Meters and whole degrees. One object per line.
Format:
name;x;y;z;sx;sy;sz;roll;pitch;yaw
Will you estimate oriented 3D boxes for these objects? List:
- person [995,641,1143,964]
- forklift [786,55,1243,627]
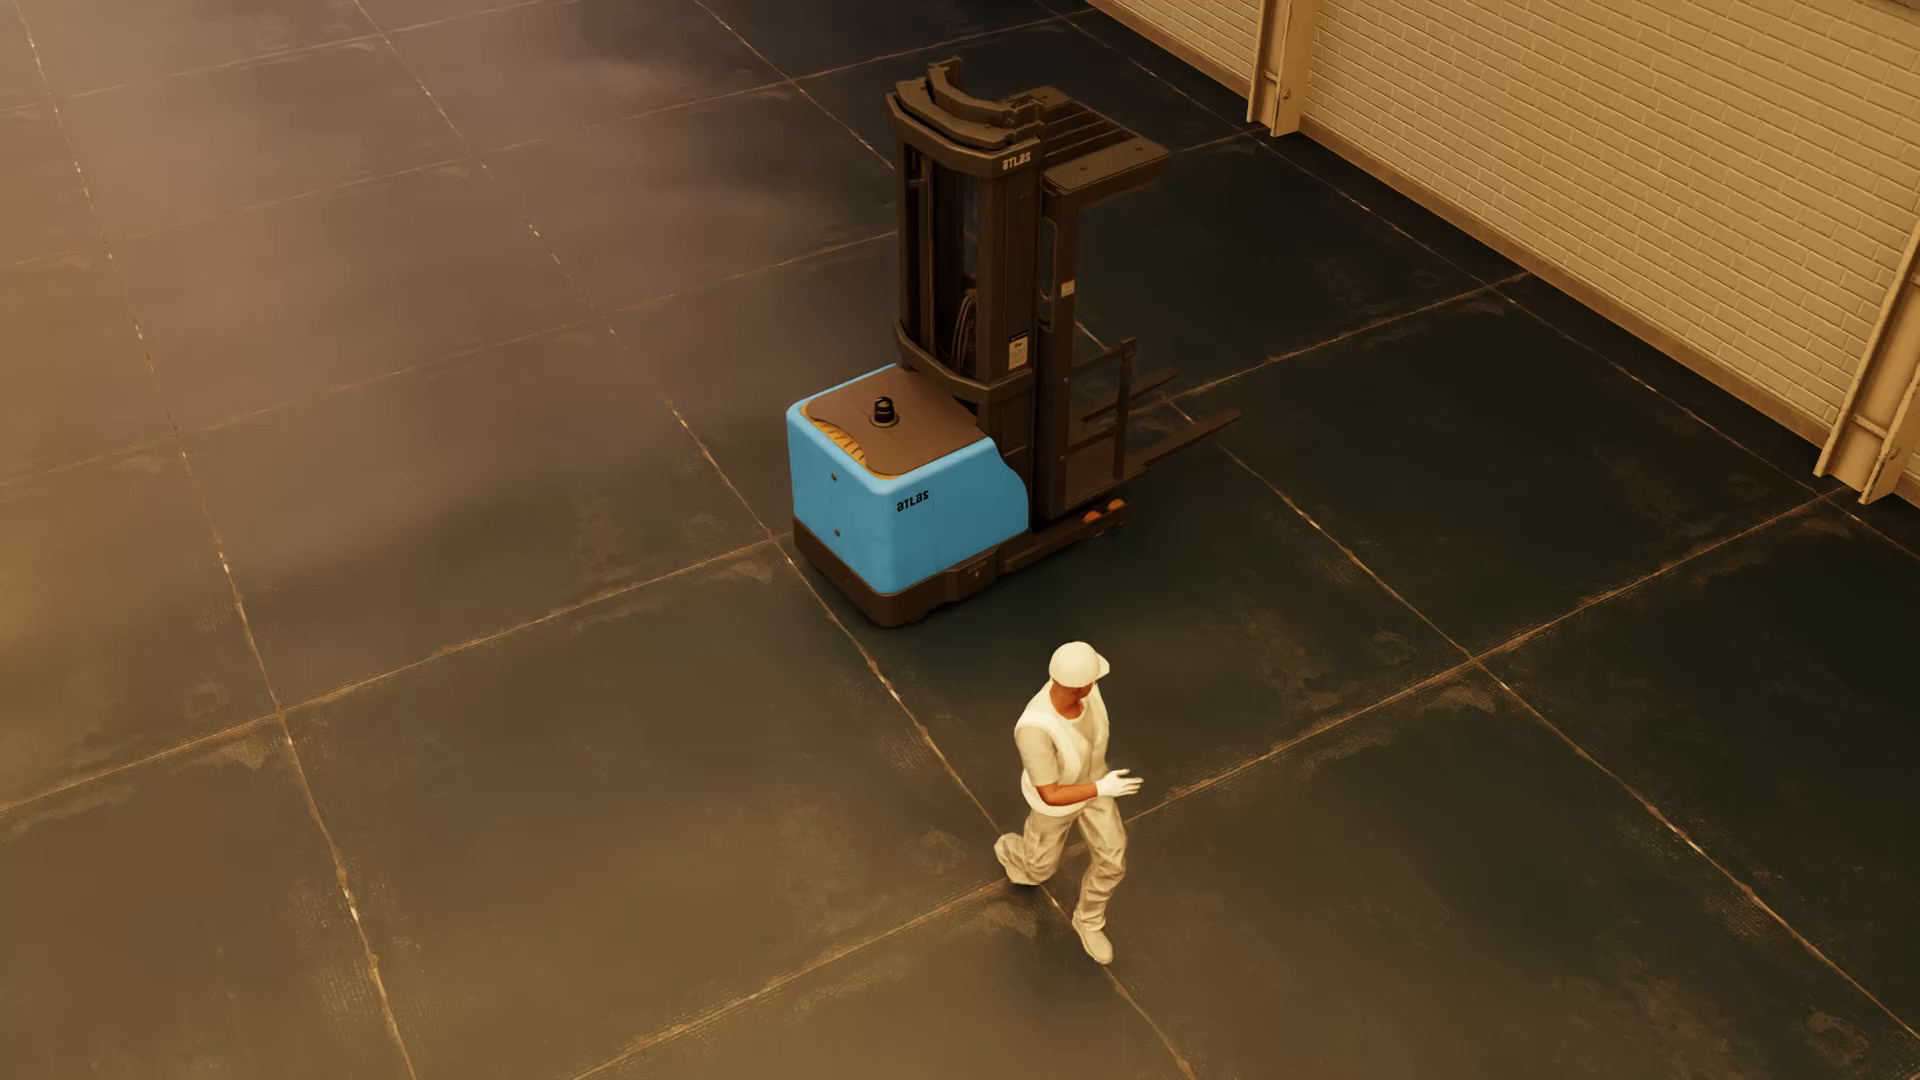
person;0.488;1.122;7.674;0.598;1.692;0.900;-25;46;-27
forklift;0.463;-1.390;9.712;3.031;2.935;1.130;-26;46;-28
